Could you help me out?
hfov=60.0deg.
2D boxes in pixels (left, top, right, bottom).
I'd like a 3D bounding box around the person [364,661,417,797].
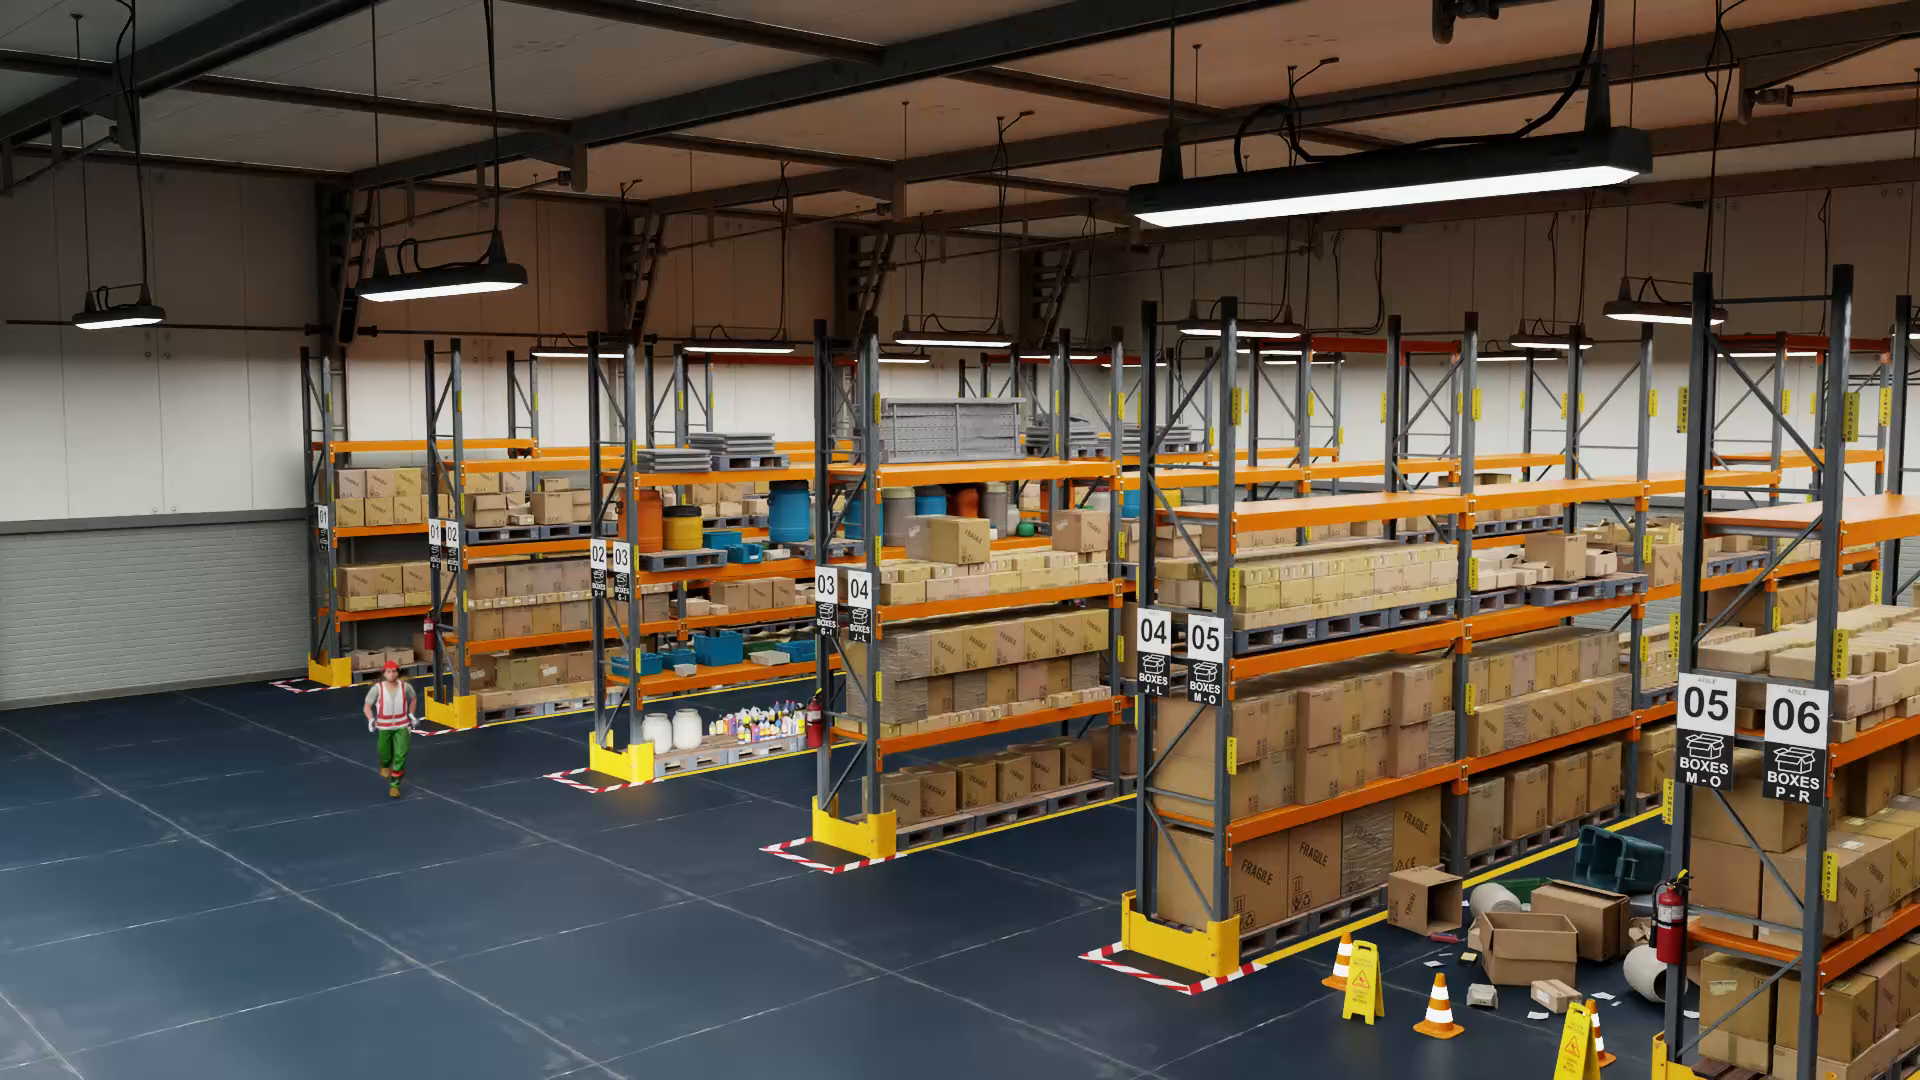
[{"bbox_3d":[-7.345,2.414,21.506,0.667,1.741,0.749,-2,6,-26],"label":"person"}]
